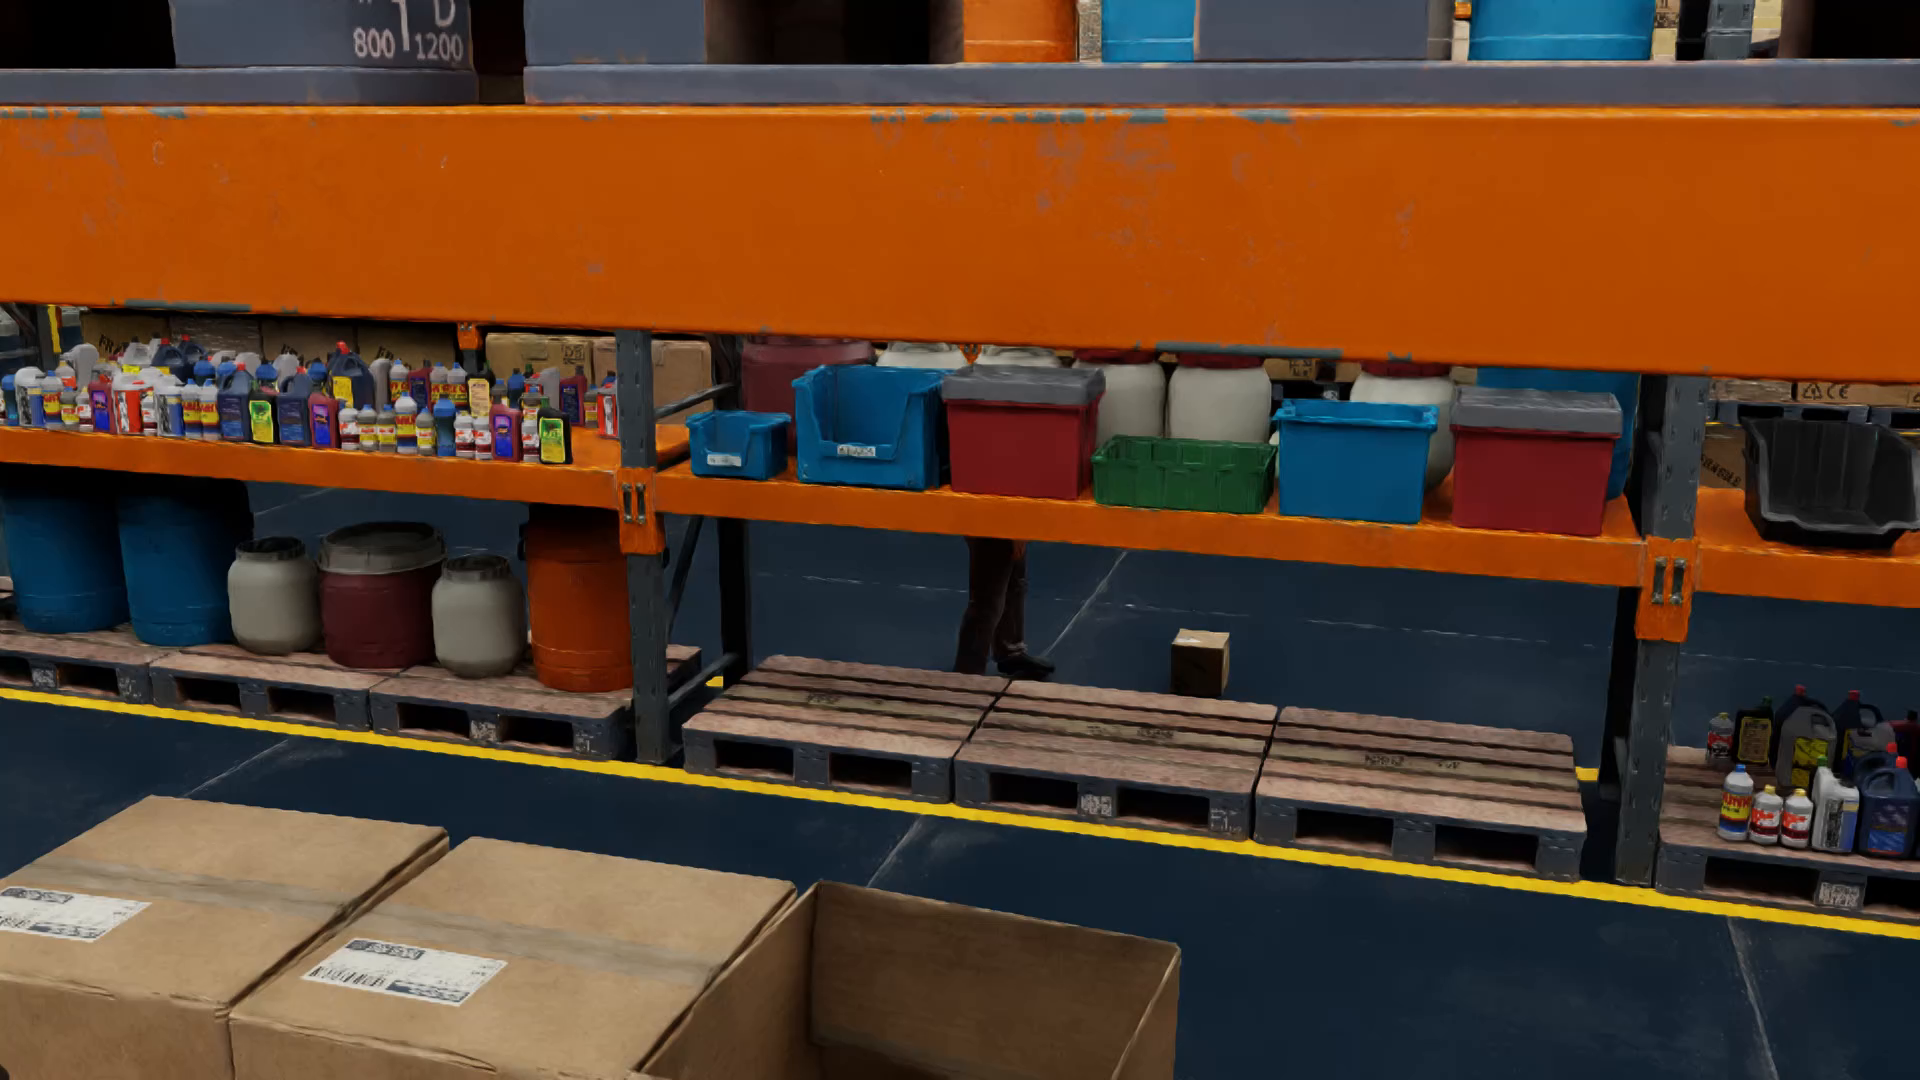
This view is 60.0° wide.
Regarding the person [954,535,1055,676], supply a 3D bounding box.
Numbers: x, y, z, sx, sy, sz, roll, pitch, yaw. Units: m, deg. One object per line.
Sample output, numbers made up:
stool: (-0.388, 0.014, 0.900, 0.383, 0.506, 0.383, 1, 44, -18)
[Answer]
person: (0.214, -0.095, 7.861, 0.533, 1.715, 0.655, 0, 15, -1)
